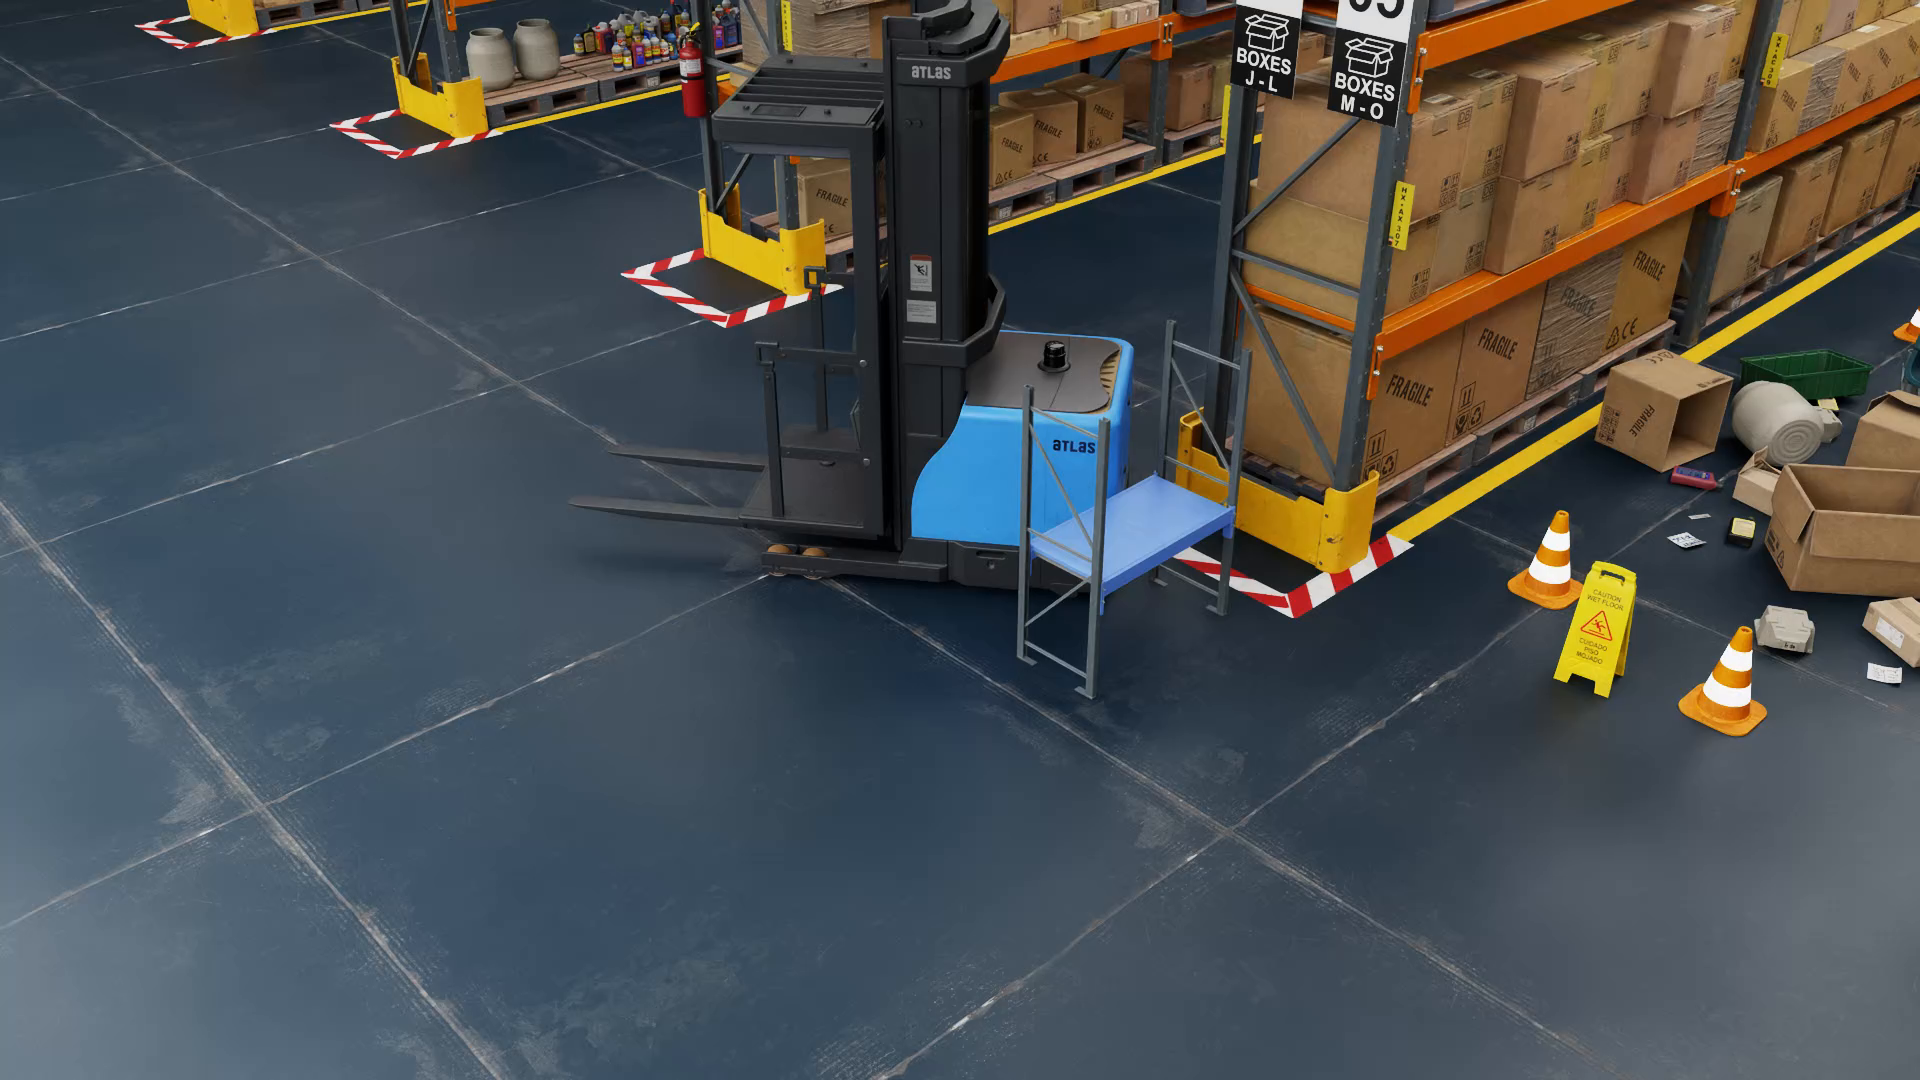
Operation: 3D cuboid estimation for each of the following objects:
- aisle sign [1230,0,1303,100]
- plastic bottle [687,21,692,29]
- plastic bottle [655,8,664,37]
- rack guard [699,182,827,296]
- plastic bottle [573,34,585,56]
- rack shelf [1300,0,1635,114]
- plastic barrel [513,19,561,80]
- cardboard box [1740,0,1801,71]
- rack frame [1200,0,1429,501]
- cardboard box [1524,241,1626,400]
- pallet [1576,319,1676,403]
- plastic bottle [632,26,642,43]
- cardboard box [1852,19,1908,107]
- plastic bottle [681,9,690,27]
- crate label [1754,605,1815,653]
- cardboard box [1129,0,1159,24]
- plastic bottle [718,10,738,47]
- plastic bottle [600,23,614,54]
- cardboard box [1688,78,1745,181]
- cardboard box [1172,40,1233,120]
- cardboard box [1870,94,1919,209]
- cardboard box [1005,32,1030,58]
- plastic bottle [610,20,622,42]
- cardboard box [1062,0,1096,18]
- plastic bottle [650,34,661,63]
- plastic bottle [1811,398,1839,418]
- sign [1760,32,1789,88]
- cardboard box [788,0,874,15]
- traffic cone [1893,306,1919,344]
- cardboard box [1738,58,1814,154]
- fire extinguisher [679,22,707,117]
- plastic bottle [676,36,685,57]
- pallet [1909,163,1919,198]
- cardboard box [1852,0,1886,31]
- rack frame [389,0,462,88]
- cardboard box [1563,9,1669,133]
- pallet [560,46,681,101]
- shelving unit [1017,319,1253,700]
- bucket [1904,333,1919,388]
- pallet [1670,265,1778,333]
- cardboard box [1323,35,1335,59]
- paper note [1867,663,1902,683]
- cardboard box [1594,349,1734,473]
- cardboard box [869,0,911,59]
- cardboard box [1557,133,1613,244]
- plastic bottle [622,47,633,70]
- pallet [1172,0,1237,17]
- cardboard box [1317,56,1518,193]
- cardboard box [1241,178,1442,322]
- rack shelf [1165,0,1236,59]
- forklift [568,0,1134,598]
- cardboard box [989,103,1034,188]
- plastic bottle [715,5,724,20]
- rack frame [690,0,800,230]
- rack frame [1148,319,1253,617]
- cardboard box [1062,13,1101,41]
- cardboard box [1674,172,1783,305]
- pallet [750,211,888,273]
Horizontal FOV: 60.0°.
[{"bbox_3d":[1.501,-2.575,8.093,0.004,0.787,0.394,-26,40,-35],"label":"aisle sign"},{"bbox_3d":[-2.718,-5.160,16.996,0.133,0.283,0.061,-26,40,-35],"label":"plastic bottle"},{"bbox_3d":[-3.137,-5.414,17.411,0.133,0.283,0.061,-24,39,-33],"label":"plastic bottle"},{"bbox_3d":[-1.485,-2.270,12.483,0.348,0.500,1.175,-26,40,-35],"label":"rack guard"},{"bbox_3d":[-3.860,-5.017,16.840,0.097,0.201,0.097,0,31,0],"label":"plastic bottle"},{"bbox_3d":[3.224,-3.058,9.190,4.000,0.370,1.077,-26,40,-35],"label":"rack shelf"},{"bbox_3d":[-4.110,-4.762,16.145,0.421,0.512,0.421,0,31,0],"label":"plastic barrel"},{"bbox_3d":[5.051,-3.442,10.950,0.500,0.500,0.700,-27,40,-36],"label":"cardboard box"},{"bbox_3d":[1.757,-1.376,8.625,0.127,3.000,1.000,-26,40,-35],"label":"rack frame"},{"bbox_3d":[3.523,-1.550,10.544,0.875,0.875,0.875,-25,40,-35],"label":"cardboard box"},{"bbox_3d":[4.080,-1.365,11.280,1.213,0.211,1.003,-26,40,-35],"label":"pallet"},{"bbox_3d":[-3.322,-5.175,17.098,0.097,0.201,0.097,0,31,0],"label":"plastic bottle"},{"bbox_3d":[6.370,-3.457,11.932,0.500,0.500,0.500,-25,39,-35],"label":"cardboard box"},{"bbox_3d":[-2.874,-5.421,17.434,0.097,0.271,0.097,0,31,0],"label":"plastic bottle"},{"bbox_3d":[4.166,0.450,8.382,0.250,0.136,0.298,9,33,15],"label":"crate label"},{"bbox_3d":[1.434,-4.432,13.864,0.250,0.149,0.380,-26,40,-35],"label":"cardboard box"},{"bbox_3d":[-2.392,-5.273,17.116,0.144,0.351,0.185,27,40,37],"label":"plastic bottle"},{"bbox_3d":[-3.584,-5.090,16.881,0.133,0.283,0.061,-26,40,-35],"label":"plastic bottle"},{"bbox_3d":[4.428,-2.723,10.684,0.550,0.550,0.875,-26,40,-35],"label":"cardboard box"},{"bbox_3d":[2.220,-4.221,15.252,0.500,0.500,0.700,-26,40,-36],"label":"cardboard box"},{"bbox_3d":[7.116,-3.251,13.446,0.750,0.750,1.050,-26,40,-36],"label":"cardboard box"},{"bbox_3d":[0.325,-3.906,13.003,0.250,0.149,0.380,-26,40,-35],"label":"cardboard box"},{"bbox_3d":[-3.555,-5.177,17.030,0.135,0.276,0.152,-27,41,-37],"label":"plastic bottle"},{"bbox_3d":[0.630,-4.598,13.513,0.500,0.500,0.875,-26,40,-35],"label":"cardboard box"},{"bbox_3d":[-3.042,-4.909,16.596,0.097,0.271,0.097,0,31,0],"label":"plastic bottle"},{"bbox_3d":[5.514,-0.866,10.607,0.133,0.061,0.283,9,33,15],"label":"plastic bottle"},{"bbox_3d":[5.069,-2.986,10.352,0.005,0.325,0.100,-26,40,-35],"label":"sign"},{"bbox_3d":[-0.952,-3.996,11.570,0.500,0.500,0.500,-26,40,-35],"label":"cardboard box"},{"bbox_3d":[6.701,-1.610,11.440,0.334,0.463,0.336,-26,40,-35],"label":"traffic cone"},{"bbox_3d":[5.259,-2.921,11.056,0.500,0.500,0.500,-25,40,-35],"label":"cardboard box"},{"bbox_3d":[-1.938,-3.412,12.028,0.183,0.674,0.296,-26,40,-35],"label":"fire extinguisher"},{"bbox_3d":[-2.819,-4.987,16.790,0.097,0.201,0.097,0,31,0],"label":"plastic bottle"},{"bbox_3d":[8.198,-3.301,14.445,1.213,0.211,1.003,-26,40,-35],"label":"pallet"},{"bbox_3d":[6.168,-3.983,11.834,0.500,0.500,0.700,-26,40,-36],"label":"cardboard box"},{"bbox_3d":[-4.909,-5.204,14.885,0.127,3.000,1.000,-26,40,-35],"label":"rack frame"},{"bbox_3d":[3.583,-2.823,9.813,0.550,0.550,0.875,-26,40,-35],"label":"cardboard box"},{"bbox_3d":[-3.391,-4.776,16.858,1.213,0.211,1.003,-26,40,-35],"label":"pallet"},{"bbox_3d":[0.833,-0.156,8.067,1.048,1.500,0.538,-27,41,-37],"label":"shelving unit"},{"bbox_3d":[6.158,-1.116,9.881,0.620,0.611,0.726,-3,30,-25],"label":"bucket"},{"bbox_3d":[5.205,-1.908,12.167,1.213,0.211,1.003,-26,40,-35],"label":"pallet"},{"bbox_3d":[3.450,-4.821,16.233,0.700,0.500,0.500,25,40,35],"label":"cardboard box"},{"bbox_3d":[4.537,0.652,8.155,0.148,0.019,0.142,15,34,23],"label":"paper note"},{"bbox_3d":[4.250,-0.786,10.054,0.500,0.500,0.500,-19,36,-28],"label":"cardboard box"},{"bbox_3d":[-0.834,-3.887,12.350,0.500,0.500,0.875,-26,40,-35],"label":"cardboard box"},{"bbox_3d":[3.244,-2.147,9.742,0.500,0.550,0.875,-26,40,-35],"label":"cardboard box"},{"bbox_3d":[-3.291,-4.758,16.417,0.097,0.201,0.097,0,31,0],"label":"plastic bottle"},{"bbox_3d":[2.052,-4.862,14.509,1.213,0.211,1.003,-26,40,-35],"label":"pallet"},{"bbox_3d":[2.396,-2.248,8.872,0.550,0.550,0.875,-26,40,-35],"label":"cardboard box"},{"bbox_3d":[1.999,-1.589,8.829,0.550,0.550,0.875,-26,40,-35],"label":"cardboard box"},{"bbox_3d":[2.859,-5.130,15.454,4.000,0.370,1.077,-26,40,-35],"label":"rack shelf"},{"bbox_3d":[-0.614,-1.305,8.574,3.031,2.935,1.130,5,32,8],"label":"forklift"},{"bbox_3d":[0.255,-3.258,13.696,0.500,0.500,0.500,25,39,35],"label":"cardboard box"},{"bbox_3d":[-2.582,-5.635,17.851,0.097,0.201,0.097,0,31,0],"label":"plastic bottle"},{"bbox_3d":[-1.541,-3.309,11.786,0.127,3.000,1.000,-26,40,-35],"label":"rack frame"},{"bbox_3d":[1.195,-0.342,8.371,0.032,1.500,0.500,-27,41,-37],"label":"rack frame"},{"bbox_3d":[0.913,-4.150,13.402,0.250,0.149,0.380,-26,40,-35],"label":"cardboard box"},{"bbox_3d":[5.085,-2.269,11.839,0.750,0.750,1.050,-26,40,-36],"label":"cardboard box"},{"bbox_3d":[-0.865,-2.421,13.007,1.213,0.211,1.003,-26,40,-35],"label":"pallet"}]
